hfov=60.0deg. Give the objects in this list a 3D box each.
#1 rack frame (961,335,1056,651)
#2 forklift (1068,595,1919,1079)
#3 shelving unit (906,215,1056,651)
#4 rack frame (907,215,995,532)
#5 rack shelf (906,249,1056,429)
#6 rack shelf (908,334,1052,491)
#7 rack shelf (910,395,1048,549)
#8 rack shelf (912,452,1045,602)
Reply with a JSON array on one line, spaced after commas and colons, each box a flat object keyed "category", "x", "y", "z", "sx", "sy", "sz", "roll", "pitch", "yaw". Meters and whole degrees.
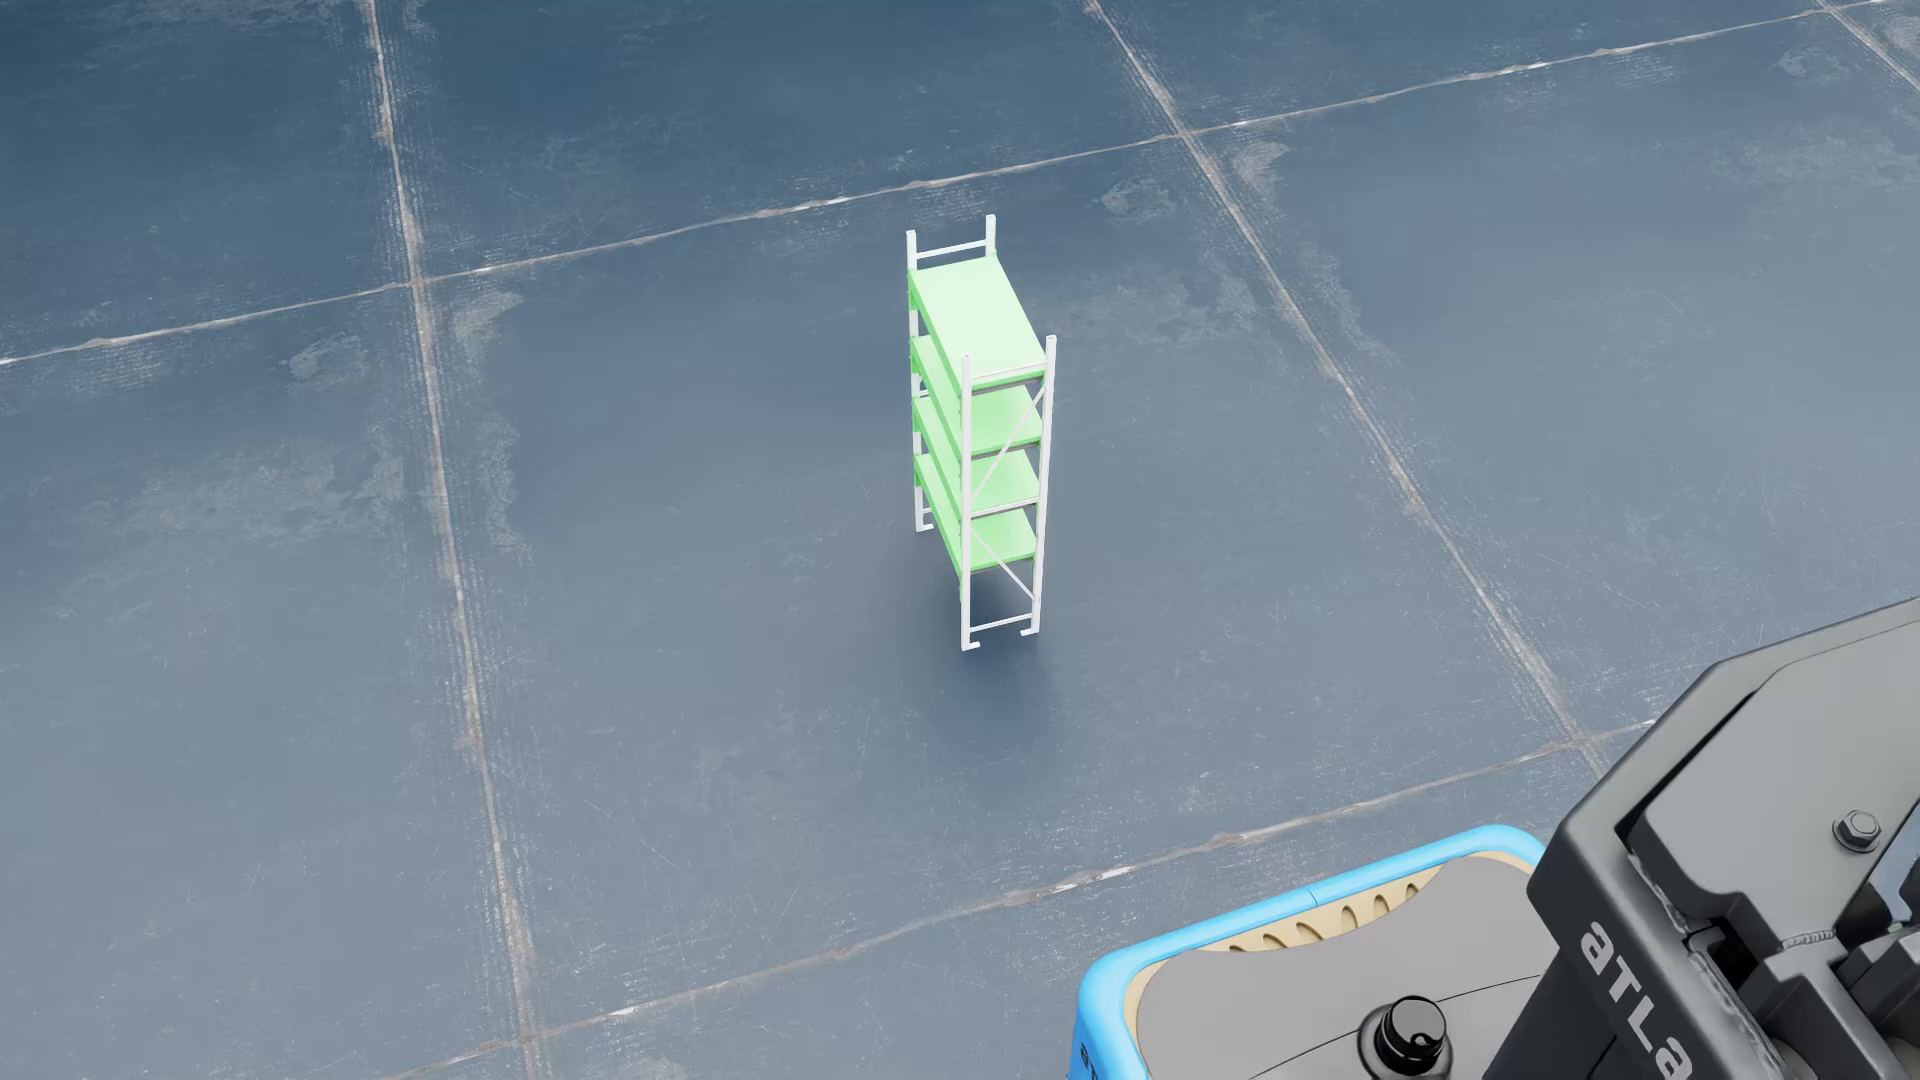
[{"category": "rack frame", "x": 0.121, "y": -0.088, "z": 4.539, "sx": 0.240, "sy": 1.200, "sz": 0.015, "roll": -13, "pitch": 51, "yaw": -11}, {"category": "forklift", "x": 1.188, "y": 1.496, "z": 2.072, "sx": 1.130, "sy": 2.935, "sz": 3.031, "roll": -15, "pitch": 52, "yaw": -13}, {"category": "shelving unit", "x": 0.049, "y": -0.266, "z": 4.689, "sx": 0.258, "sy": 1.200, "sz": 0.503, "roll": -13, "pitch": 51, "yaw": -11}, {"category": "rack frame", "x": -0.023, "y": -0.444, "z": 4.840, "sx": 0.240, "sy": 1.200, "sz": 0.015, "roll": -13, "pitch": 51, "yaw": -11}, {"category": "rack shelf", "x": 0.049, "y": -0.534, "z": 4.371, "sx": 0.258, "sy": 0.148, "sz": 0.480, "roll": -13, "pitch": 51, "yaw": -11}, {"category": "rack shelf", "x": 0.049, "y": -0.379, "z": 4.555, "sx": 0.258, "sy": 0.148, "sz": 0.480, "roll": -13, "pitch": 51, "yaw": -11}, {"category": "rack shelf", "x": 0.049, "y": -0.225, "z": 4.738, "sx": 0.258, "sy": 0.148, "sz": 0.480, "roll": -13, "pitch": 51, "yaw": -11}, {"category": "rack shelf", "x": 0.049, "y": -0.070, "z": 4.922, "sx": 0.258, "sy": 0.148, "sz": 0.480, "roll": -13, "pitch": 51, "yaw": -11}]
